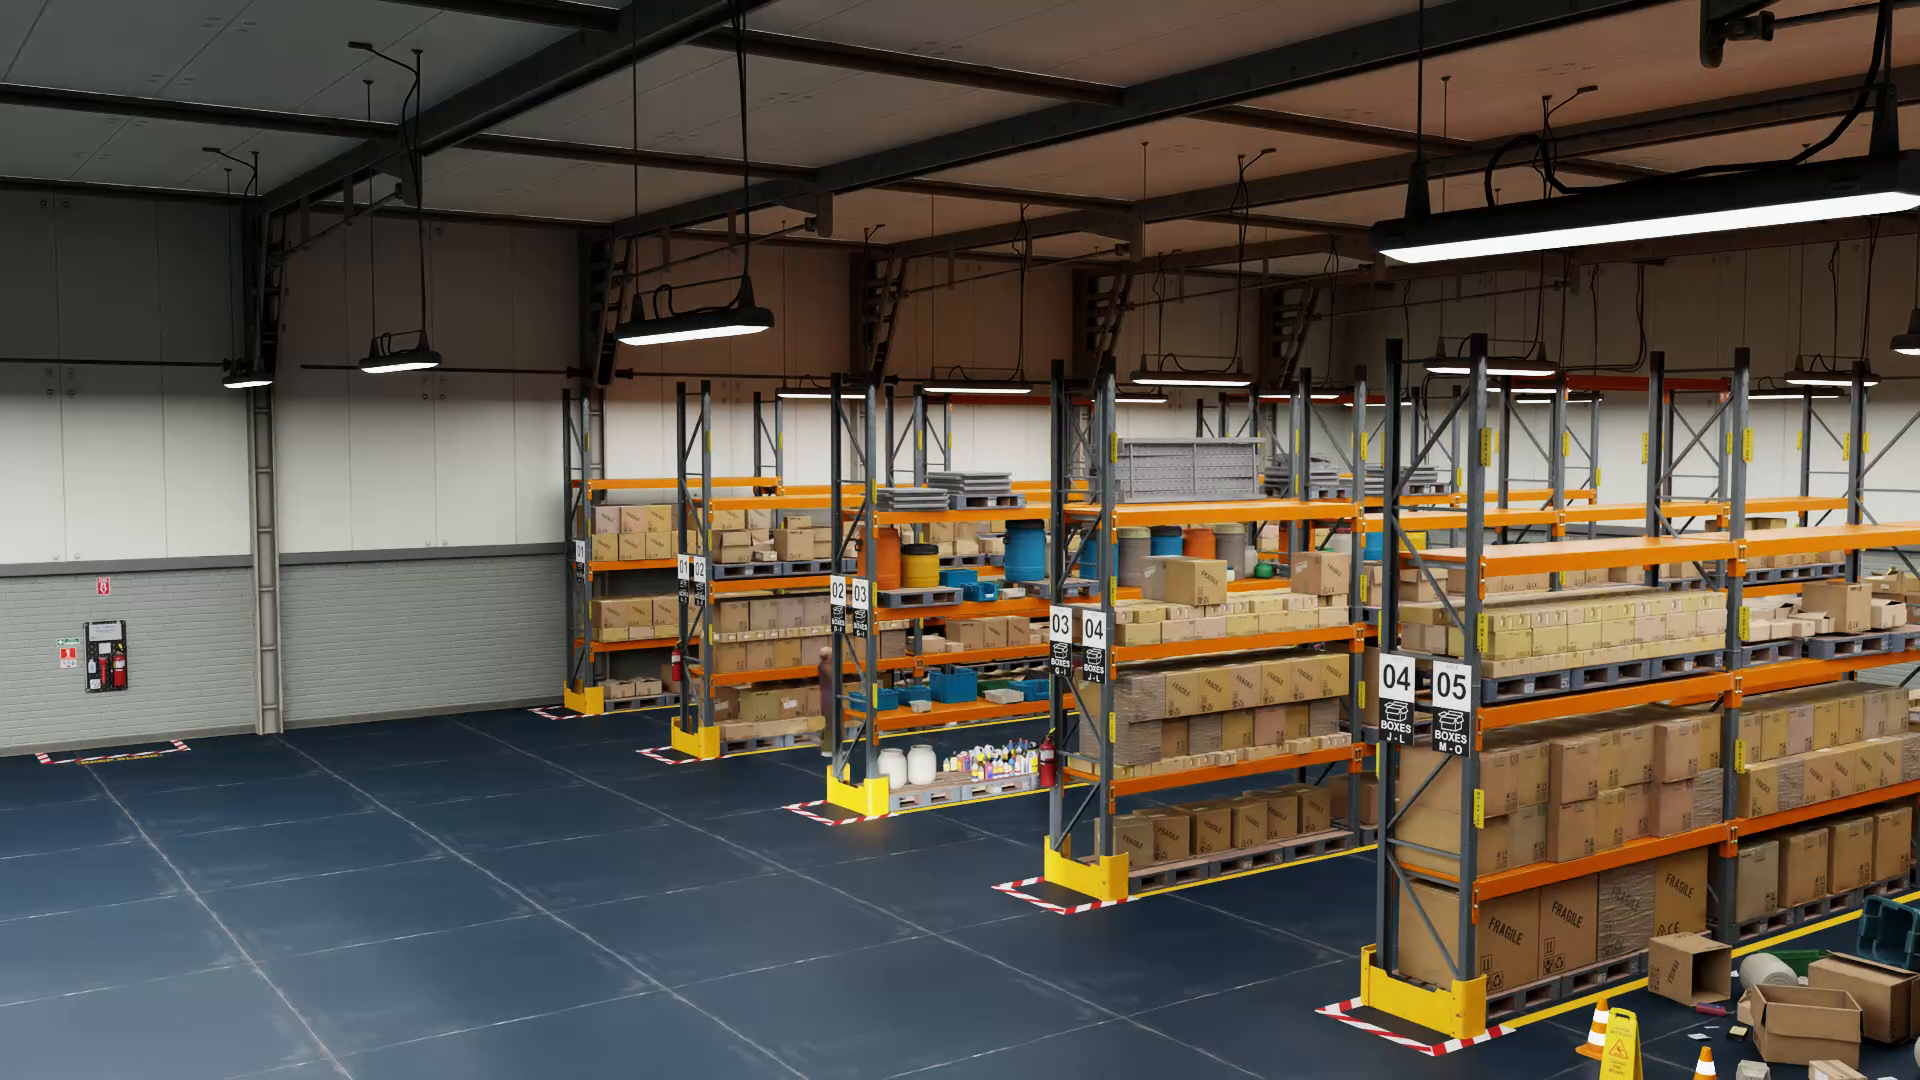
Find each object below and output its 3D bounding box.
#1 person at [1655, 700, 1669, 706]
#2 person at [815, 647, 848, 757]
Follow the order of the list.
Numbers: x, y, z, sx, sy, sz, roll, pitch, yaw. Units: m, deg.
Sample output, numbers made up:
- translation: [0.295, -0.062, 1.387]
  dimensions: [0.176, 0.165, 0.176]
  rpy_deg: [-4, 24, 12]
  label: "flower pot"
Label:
- translation: [9.244, 2.890, 22.148]
  dimensions: [1.039, 1.729, 0.726]
  rpy_deg: [-2, 4, -30]
  label: "person"
- translation: [-2.050, 2.572, 26.443]
  dimensions: [0.519, 1.780, 0.582]
  rpy_deg: [0, 4, -3]
  label: "person"
